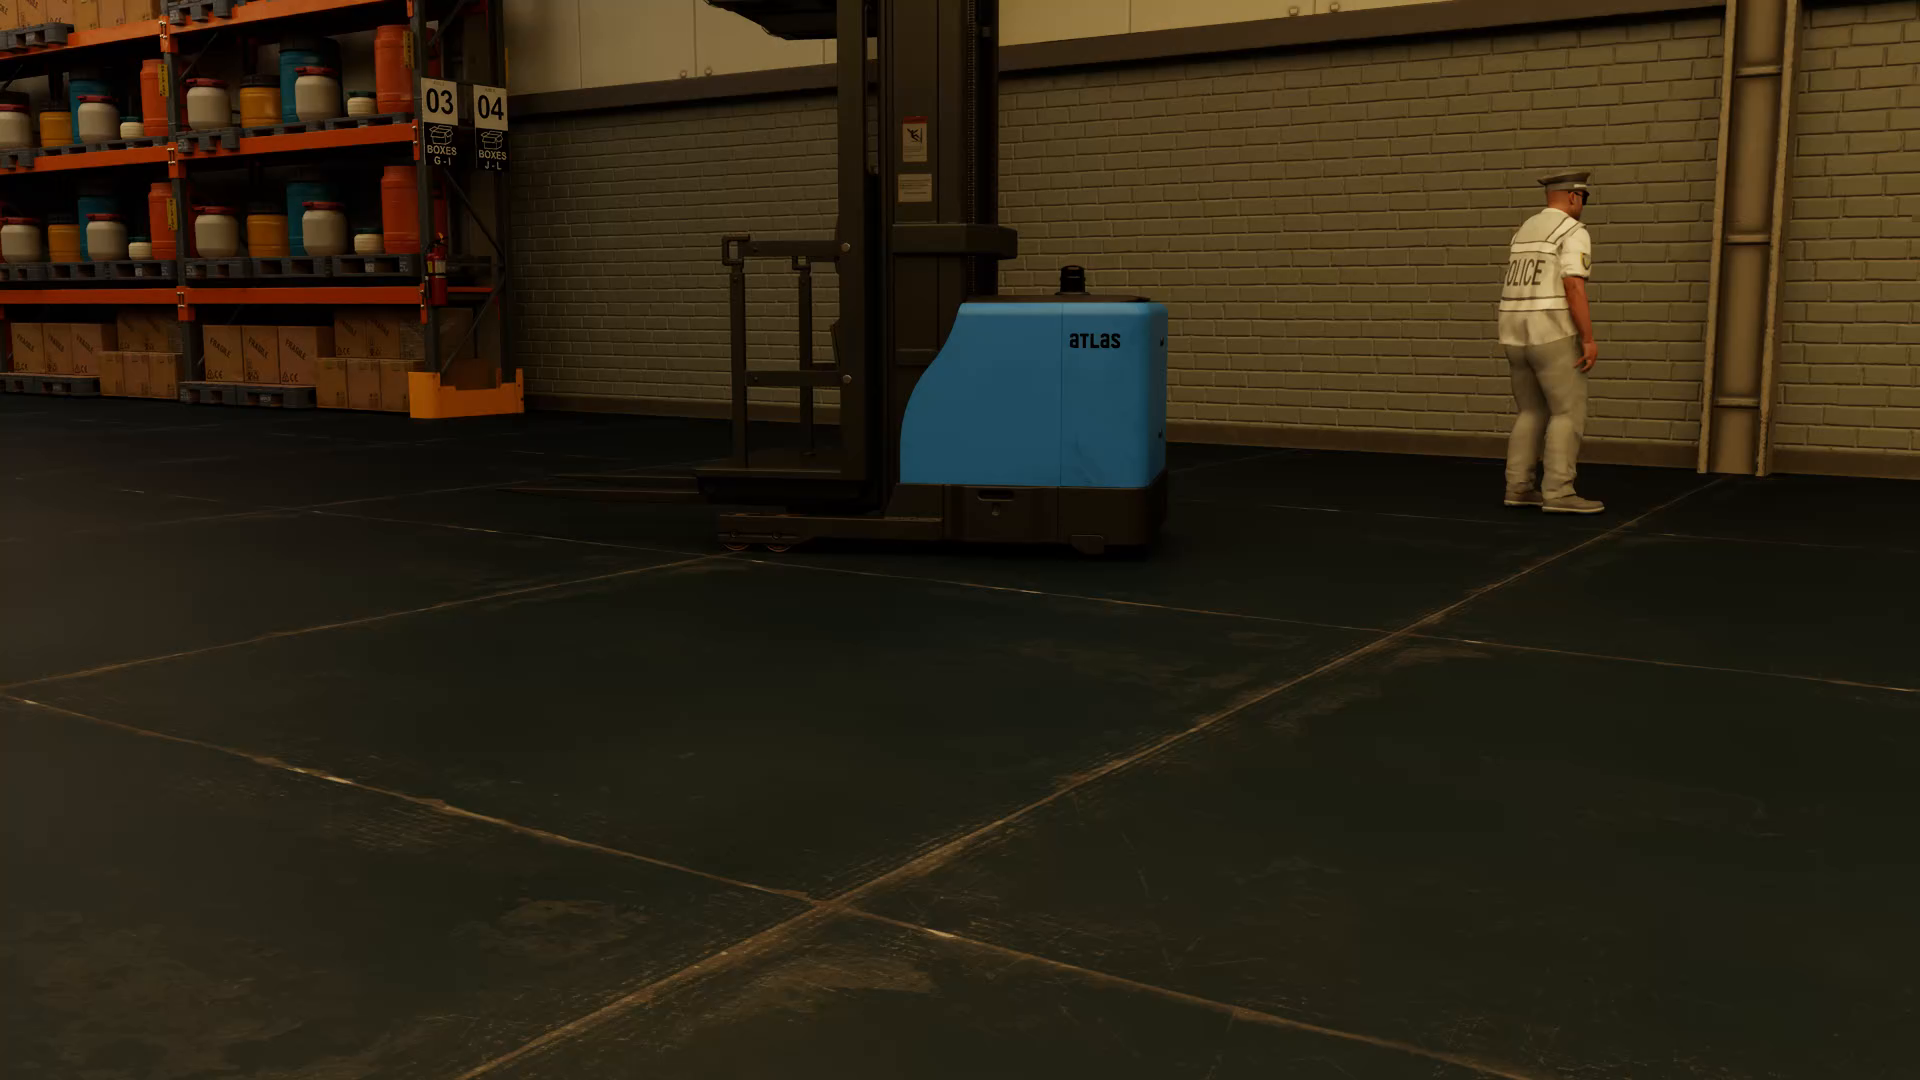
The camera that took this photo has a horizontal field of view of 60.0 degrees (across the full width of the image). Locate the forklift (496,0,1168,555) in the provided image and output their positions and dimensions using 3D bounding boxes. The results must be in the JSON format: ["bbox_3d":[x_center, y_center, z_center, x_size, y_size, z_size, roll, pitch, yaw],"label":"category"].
[{"bbox_3d":[-0.596,-1.469,7.520,3.031,2.935,1.130,2,8,12],"label":"forklift"}]

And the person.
[{"bbox_3d":[3.041,-1.028,8.616,0.435,1.749,0.585,-3,9,-19],"label":"person"}]
